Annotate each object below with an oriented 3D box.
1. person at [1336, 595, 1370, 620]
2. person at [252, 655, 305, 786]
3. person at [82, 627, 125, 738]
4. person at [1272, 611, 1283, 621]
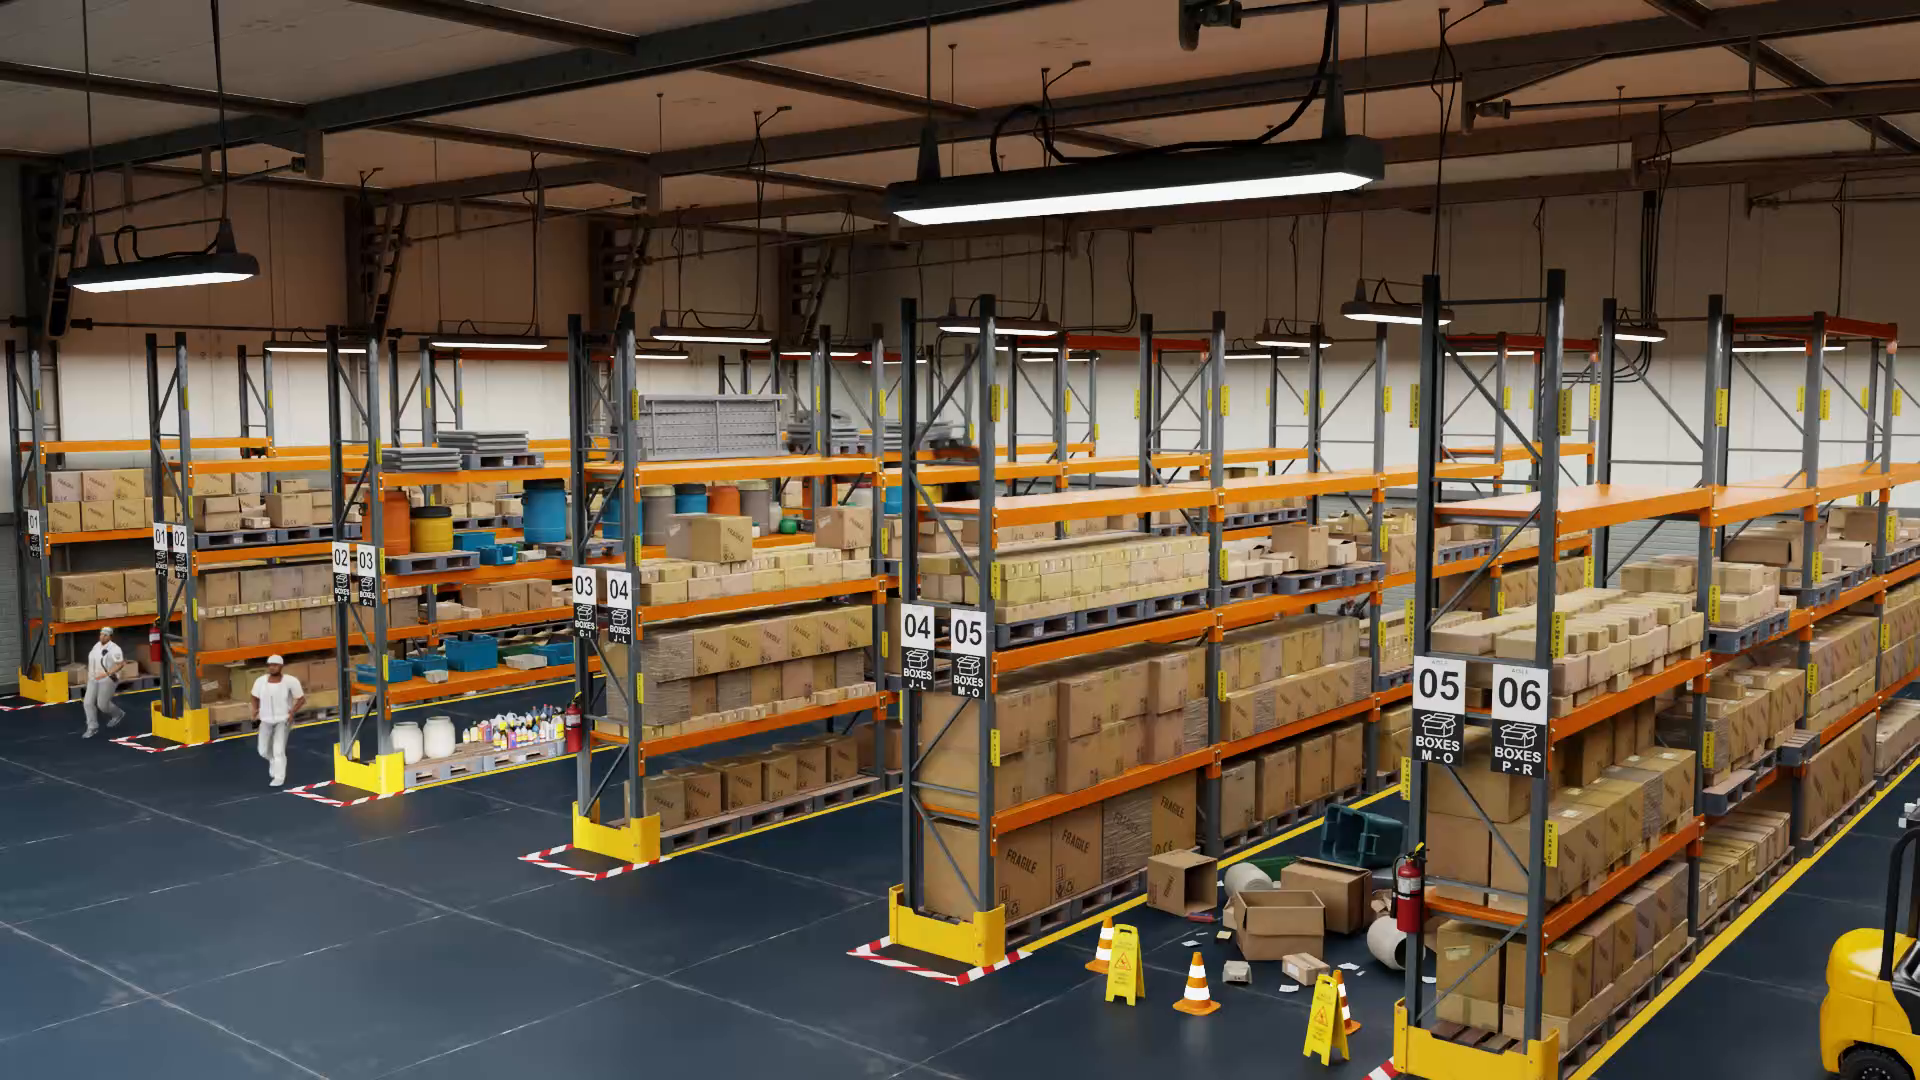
[{"bbox_3d":[6.806,1.721,28.923,0.681,1.721,0.820,3,6,29],"label":"person"},{"bbox_3d":[-8.935,2.349,21.748,0.682,1.721,0.576,-1,5,-6],"label":"person"},{"bbox_3d":[-12.834,2.118,24.999,0.639,1.657,0.703,1,5,14],"label":"person"},{"bbox_3d":[5.049,1.941,26.596,0.584,1.632,0.888,3,6,33],"label":"person"}]
